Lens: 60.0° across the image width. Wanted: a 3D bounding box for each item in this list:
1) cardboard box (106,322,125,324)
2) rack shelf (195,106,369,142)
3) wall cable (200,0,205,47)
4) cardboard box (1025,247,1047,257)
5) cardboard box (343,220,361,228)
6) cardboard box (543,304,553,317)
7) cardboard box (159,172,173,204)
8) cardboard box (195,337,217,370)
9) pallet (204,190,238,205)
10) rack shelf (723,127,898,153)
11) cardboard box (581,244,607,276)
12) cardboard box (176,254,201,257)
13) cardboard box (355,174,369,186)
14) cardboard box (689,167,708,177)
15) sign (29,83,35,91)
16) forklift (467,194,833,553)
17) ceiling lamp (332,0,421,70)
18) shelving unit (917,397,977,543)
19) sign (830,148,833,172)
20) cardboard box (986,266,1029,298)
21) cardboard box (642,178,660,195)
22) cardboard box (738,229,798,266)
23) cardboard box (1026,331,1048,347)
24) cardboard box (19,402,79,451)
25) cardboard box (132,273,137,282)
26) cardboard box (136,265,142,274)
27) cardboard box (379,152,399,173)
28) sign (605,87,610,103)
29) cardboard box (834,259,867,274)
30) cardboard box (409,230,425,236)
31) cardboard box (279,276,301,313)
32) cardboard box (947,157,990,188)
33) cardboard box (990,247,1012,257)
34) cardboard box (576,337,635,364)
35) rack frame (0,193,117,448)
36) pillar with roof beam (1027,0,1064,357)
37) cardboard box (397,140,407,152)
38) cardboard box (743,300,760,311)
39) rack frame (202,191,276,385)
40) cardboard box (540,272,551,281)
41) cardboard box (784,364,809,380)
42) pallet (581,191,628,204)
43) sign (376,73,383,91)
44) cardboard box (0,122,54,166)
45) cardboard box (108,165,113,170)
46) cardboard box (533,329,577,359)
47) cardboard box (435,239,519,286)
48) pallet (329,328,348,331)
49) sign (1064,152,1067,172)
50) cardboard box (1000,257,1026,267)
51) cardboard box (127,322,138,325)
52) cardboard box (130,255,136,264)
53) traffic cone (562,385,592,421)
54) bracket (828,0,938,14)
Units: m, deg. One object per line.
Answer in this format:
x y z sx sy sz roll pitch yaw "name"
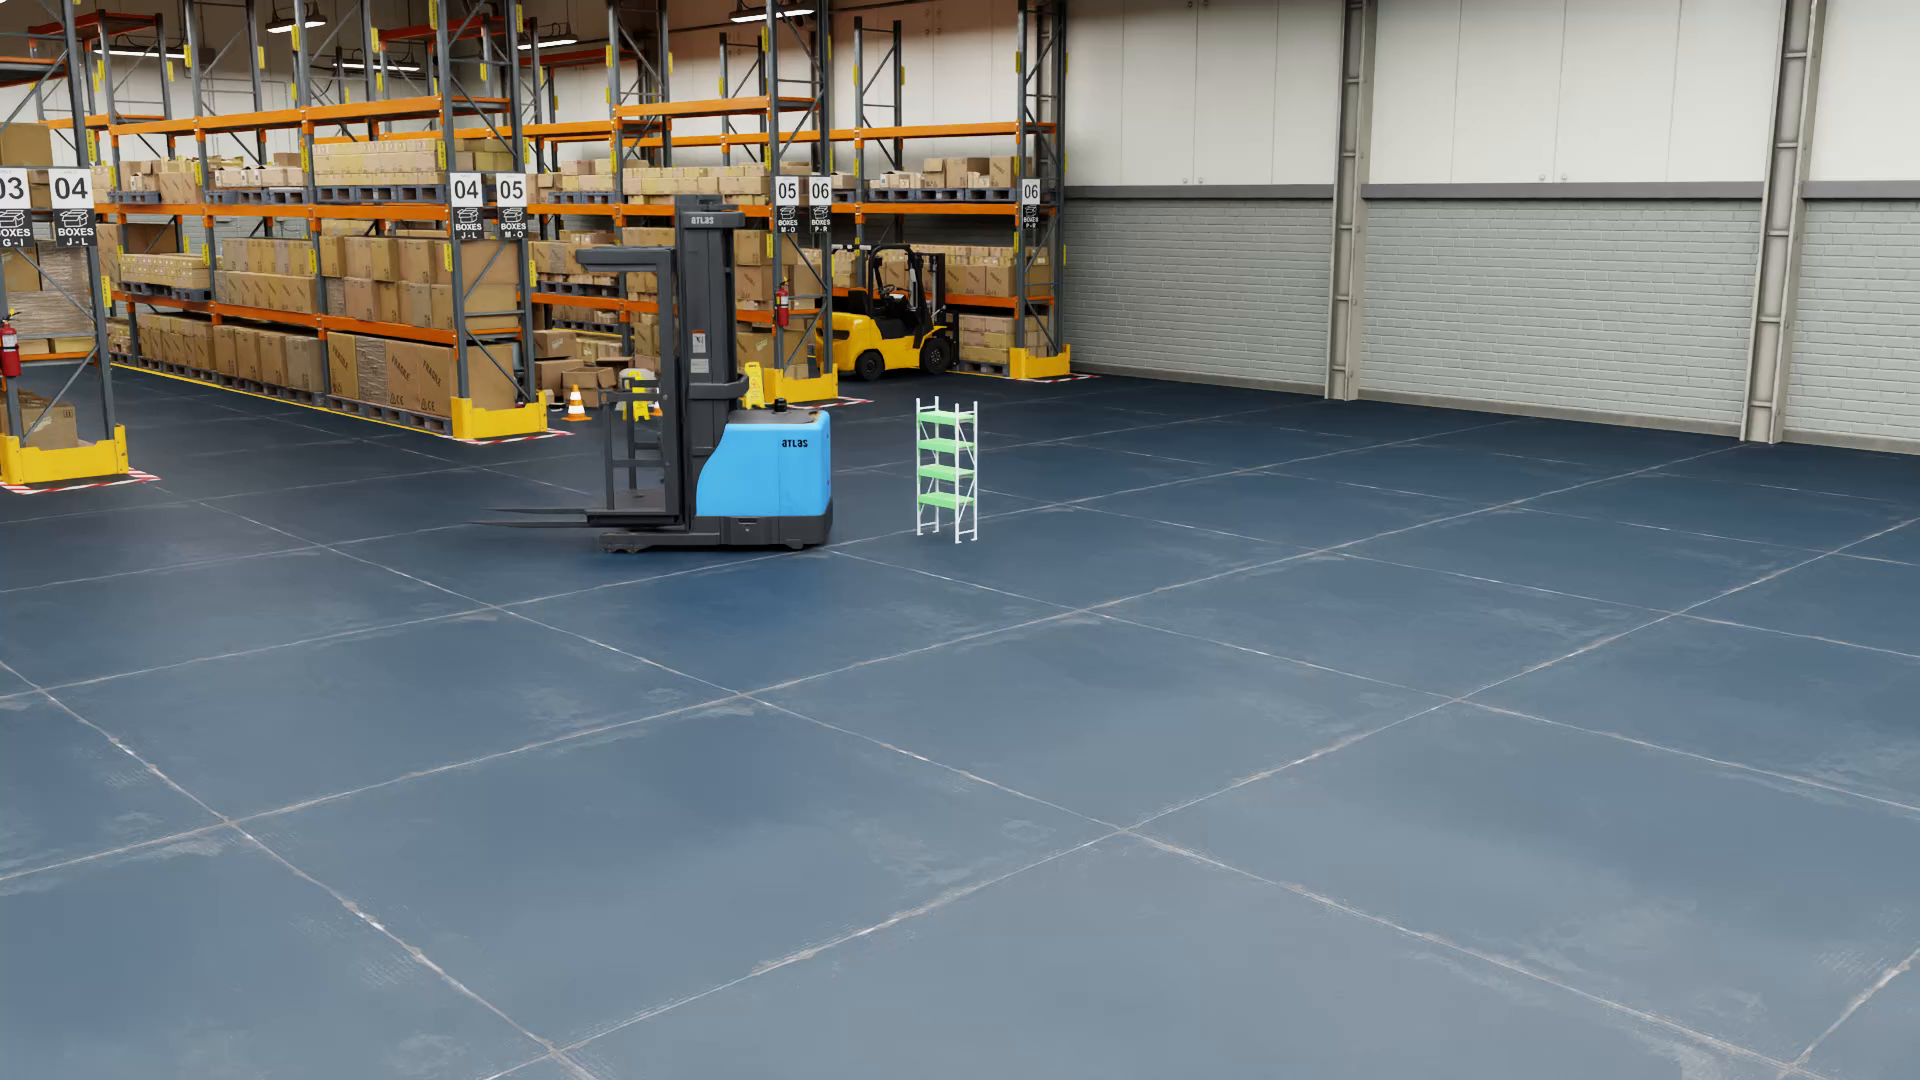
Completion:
-15.550 -3.907 30.490 0.380 0.149 0.250 -11 16 -42 "cardboard box"
-9.927 -6.073 24.361 1.077 0.370 4.000 -11 16 -43 "rack shelf"
-18.210 -12.662 37.214 2.355 3.000 0.029 -11 16 -43 "wall cable"
1.237 -4.795 27.660 0.380 0.149 0.250 -11 16 -44 "cardboard box"
-12.237 -6.381 33.615 0.250 0.149 0.380 11 16 44 "cardboard box"
-9.381 -5.420 38.429 0.637 0.503 0.797 11 16 43 "cardboard box"
-12.583 -5.686 26.893 0.500 0.500 0.500 -11 16 -43 "cardboard box"
-11.951 -3.016 26.770 0.500 0.500 0.500 -11 16 -43 "cardboard box"
-10.825 -5.265 25.567 1.213 0.211 1.003 -10 15 -40 "pallet"
-2.829 -7.470 31.141 1.077 0.370 4.000 -11 16 -43 "rack shelf"
-5.863 -4.604 27.297 0.500 0.500 0.500 -11 16 -42 "cardboard box"
-13.107 -4.786 28.315 0.380 0.149 0.250 -11 16 -43 "cardboard box"
-7.659 -4.706 21.719 0.380 0.149 0.250 -11 16 -43 "cardboard box"
-3.803 -5.476 24.769 0.380 0.149 0.250 -10 16 -41 "cardboard box"
-17.225 -8.501 30.863 0.100 0.325 0.005 -11 16 -43 "sign"
-2.647 -1.436 14.116 3.031 2.935 1.130 0 12 0 "forklift"
-13.269 -12.403 37.847 2.000 3.185 0.800 -11 16 -43 "ceiling lamp"
-0.114 -0.612 14.408 0.258 1.200 0.503 -11 16 -43 "shelving unit"
-1.880 -5.485 23.999 0.100 0.325 0.005 -11 16 -43 "sign"
0.785 -4.288 27.544 0.500 0.500 0.500 -11 16 -44 "cardboard box"
-4.566 -5.461 25.683 0.500 0.250 0.500 -11 16 -43 "cardboard box"
-2.783 -4.240 24.096 0.500 0.500 0.700 11 16 44 "cardboard box"
1.140 -3.405 28.041 0.500 0.250 0.500 -11 16 -42 "cardboard box"
-9.859 -1.206 17.984 0.500 0.500 0.500 -7 14 -32 "cardboard box"
-13.765 -4.443 28.125 0.380 0.149 0.250 -11 16 -42 "cardboard box"
-13.592 -4.552 27.918 0.250 0.149 0.380 11 16 43 "cardboard box"
-7.014 -4.782 21.102 0.500 0.250 0.500 -11 16 -43 "cardboard box"
-7.377 -9.317 34.822 0.100 0.325 0.005 -11 16 -43 "sign"
-1.972 -4.995 30.356 0.500 0.250 0.500 -11 16 -44 "cardboard box"
-10.092 -5.627 31.565 0.500 0.500 0.500 -11 16 -43 "cardboard box"
-9.448 -3.553 23.974 0.500 0.500 0.500 -11 16 -43 "cardboard box"
0.198 -6.171 27.960 0.700 0.500 0.500 -11 16 -42 "cardboard box"
0.722 -4.771 27.543 0.380 0.149 0.250 -11 16 -42 "cardboard box"
-5.898 -3.195 27.956 0.950 0.372 0.625 -10 15 -39 "cardboard box"
-9.440 -2.131 17.320 1.000 3.000 0.127 -11 16 -43 "rack frame"
-1.628 -6.770 24.969 9.100 9.000 0.548 -11 16 -43 "pillar with roof beam"
-6.789 -4.912 20.744 0.380 0.149 0.250 -11 16 -42 "cardboard box"
-2.941 -3.435 24.273 0.380 0.149 0.250 -11 16 -43 "cardboard box"
-11.308 -3.975 26.271 1.000 3.000 0.127 -11 16 -43 "rack frame"
-6.983 -4.529 28.542 0.380 0.149 0.250 -10 15 -39 "cardboard box"
-2.630 -2.527 25.017 0.500 0.250 0.500 -11 16 -43 "cardboard box"
-5.384 -5.578 27.082 1.213 0.211 1.003 -11 16 -43 "pallet"
-10.978 -8.663 31.450 0.100 0.325 0.005 -11 16 -43 "sign"
-10.270 -4.294 18.161 0.500 0.500 0.500 -11 16 -43 "cardboard box"
-14.484 -6.402 28.762 0.250 0.149 0.380 11 16 43 "cardboard box"
-6.302 -2.990 25.807 0.500 0.500 0.500 -11 16 -43 "cardboard box"
-6.011 -3.469 20.769 0.875 0.550 0.550 -11 16 -43 "cardboard box"
-12.713 -4.375 35.125 1.003 0.211 1.213 -11 16 -43 "pallet"
1.720 -6.217 27.356 0.100 0.325 0.005 -11 16 -43 "sign"
0.873 -4.582 27.364 0.380 0.149 0.250 -11 16 -42 "cardboard box"
-15.077 -3.929 30.597 0.250 0.149 0.380 11 16 43 "cardboard box"
-13.759 -4.733 28.060 0.380 0.149 0.250 -11 16 -42 "cardboard box"
-5.123 -1.840 22.196 0.336 0.463 0.334 -11 16 -43 "traffic cone"
-0.837 -9.520 29.396 0.076 0.066 4.783 -11 16 -43 "bracket"
